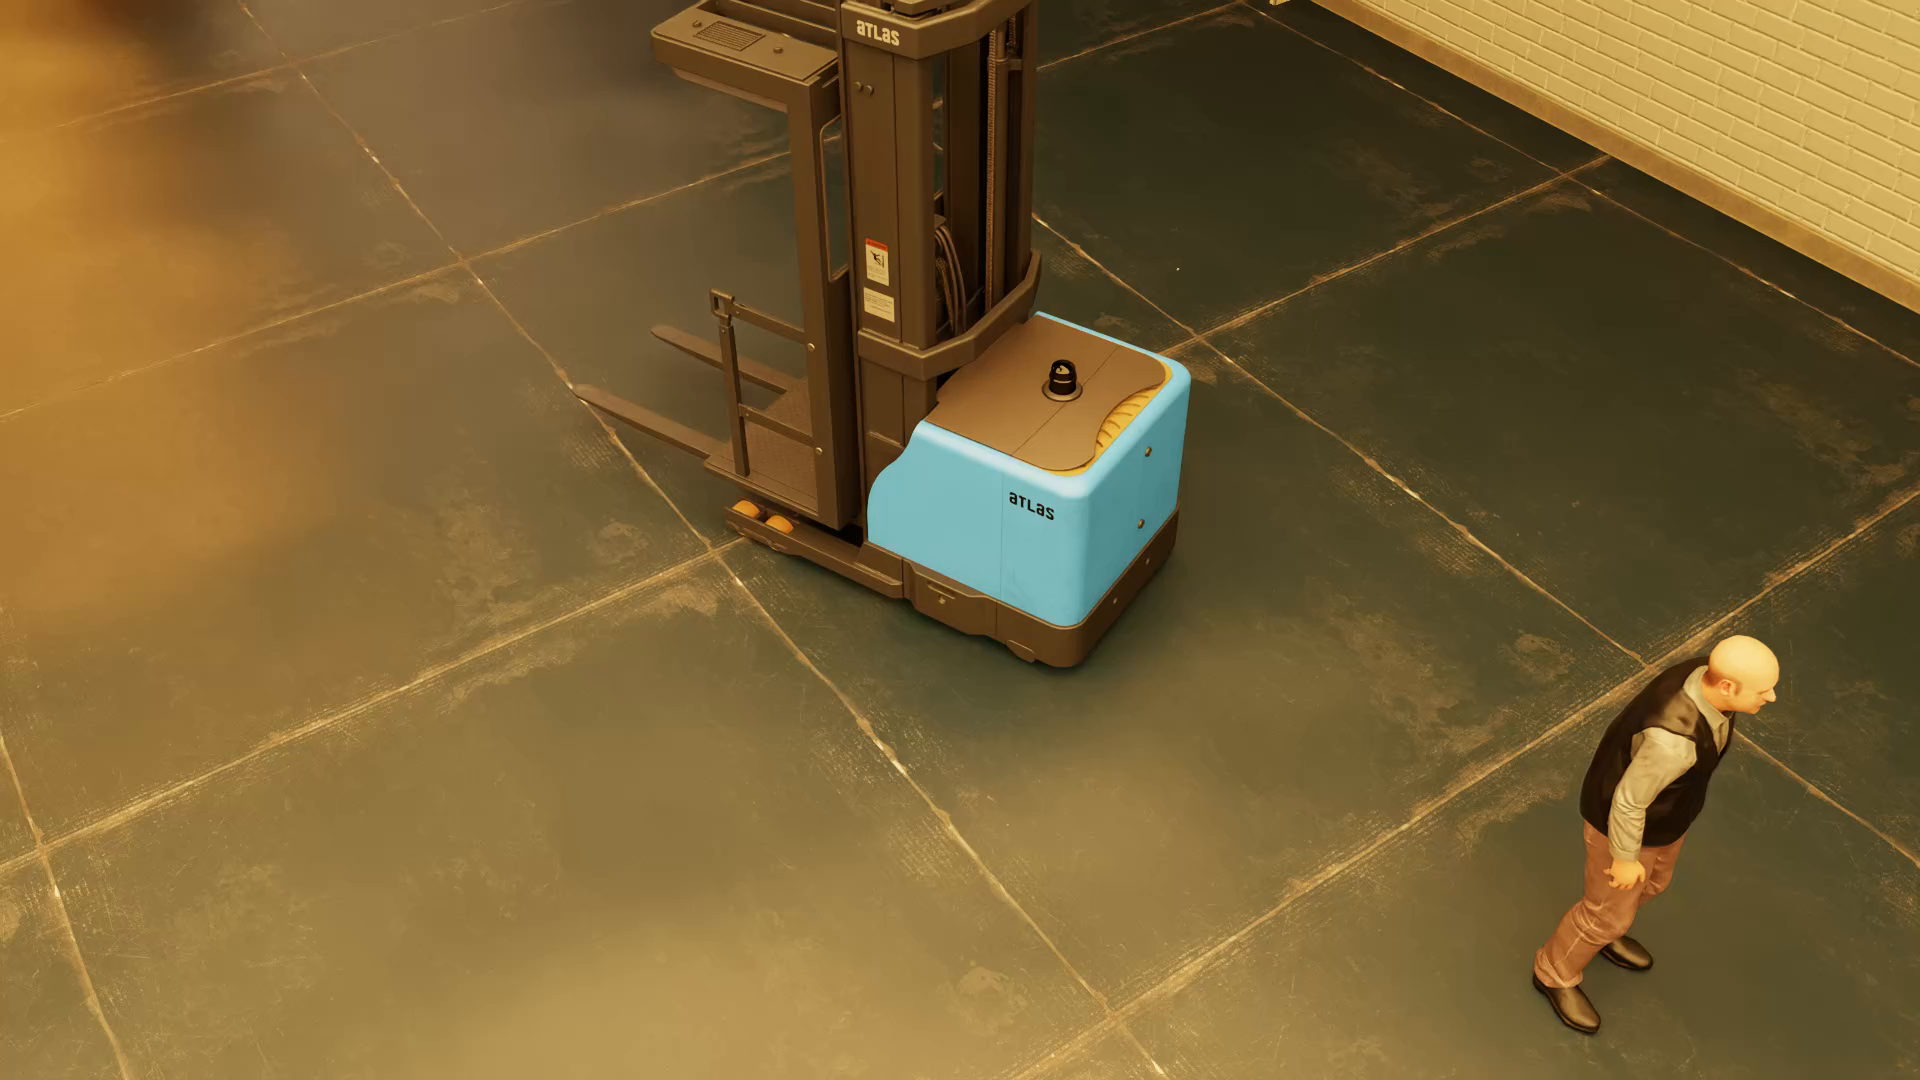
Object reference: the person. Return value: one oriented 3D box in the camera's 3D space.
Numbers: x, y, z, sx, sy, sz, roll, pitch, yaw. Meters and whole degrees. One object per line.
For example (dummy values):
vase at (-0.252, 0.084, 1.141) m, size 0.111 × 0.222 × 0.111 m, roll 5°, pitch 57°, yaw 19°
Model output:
person at (2.308, 0.925, 5.606) m, size 0.426 × 1.720 × 0.592 m, roll 32°, pitch 52°, yaw 30°

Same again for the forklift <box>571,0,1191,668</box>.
forklift at (-0.511, -1.302, 7.129) m, size 3.031 × 2.935 × 1.130 m, roll 24°, pitch 48°, yaw 24°
